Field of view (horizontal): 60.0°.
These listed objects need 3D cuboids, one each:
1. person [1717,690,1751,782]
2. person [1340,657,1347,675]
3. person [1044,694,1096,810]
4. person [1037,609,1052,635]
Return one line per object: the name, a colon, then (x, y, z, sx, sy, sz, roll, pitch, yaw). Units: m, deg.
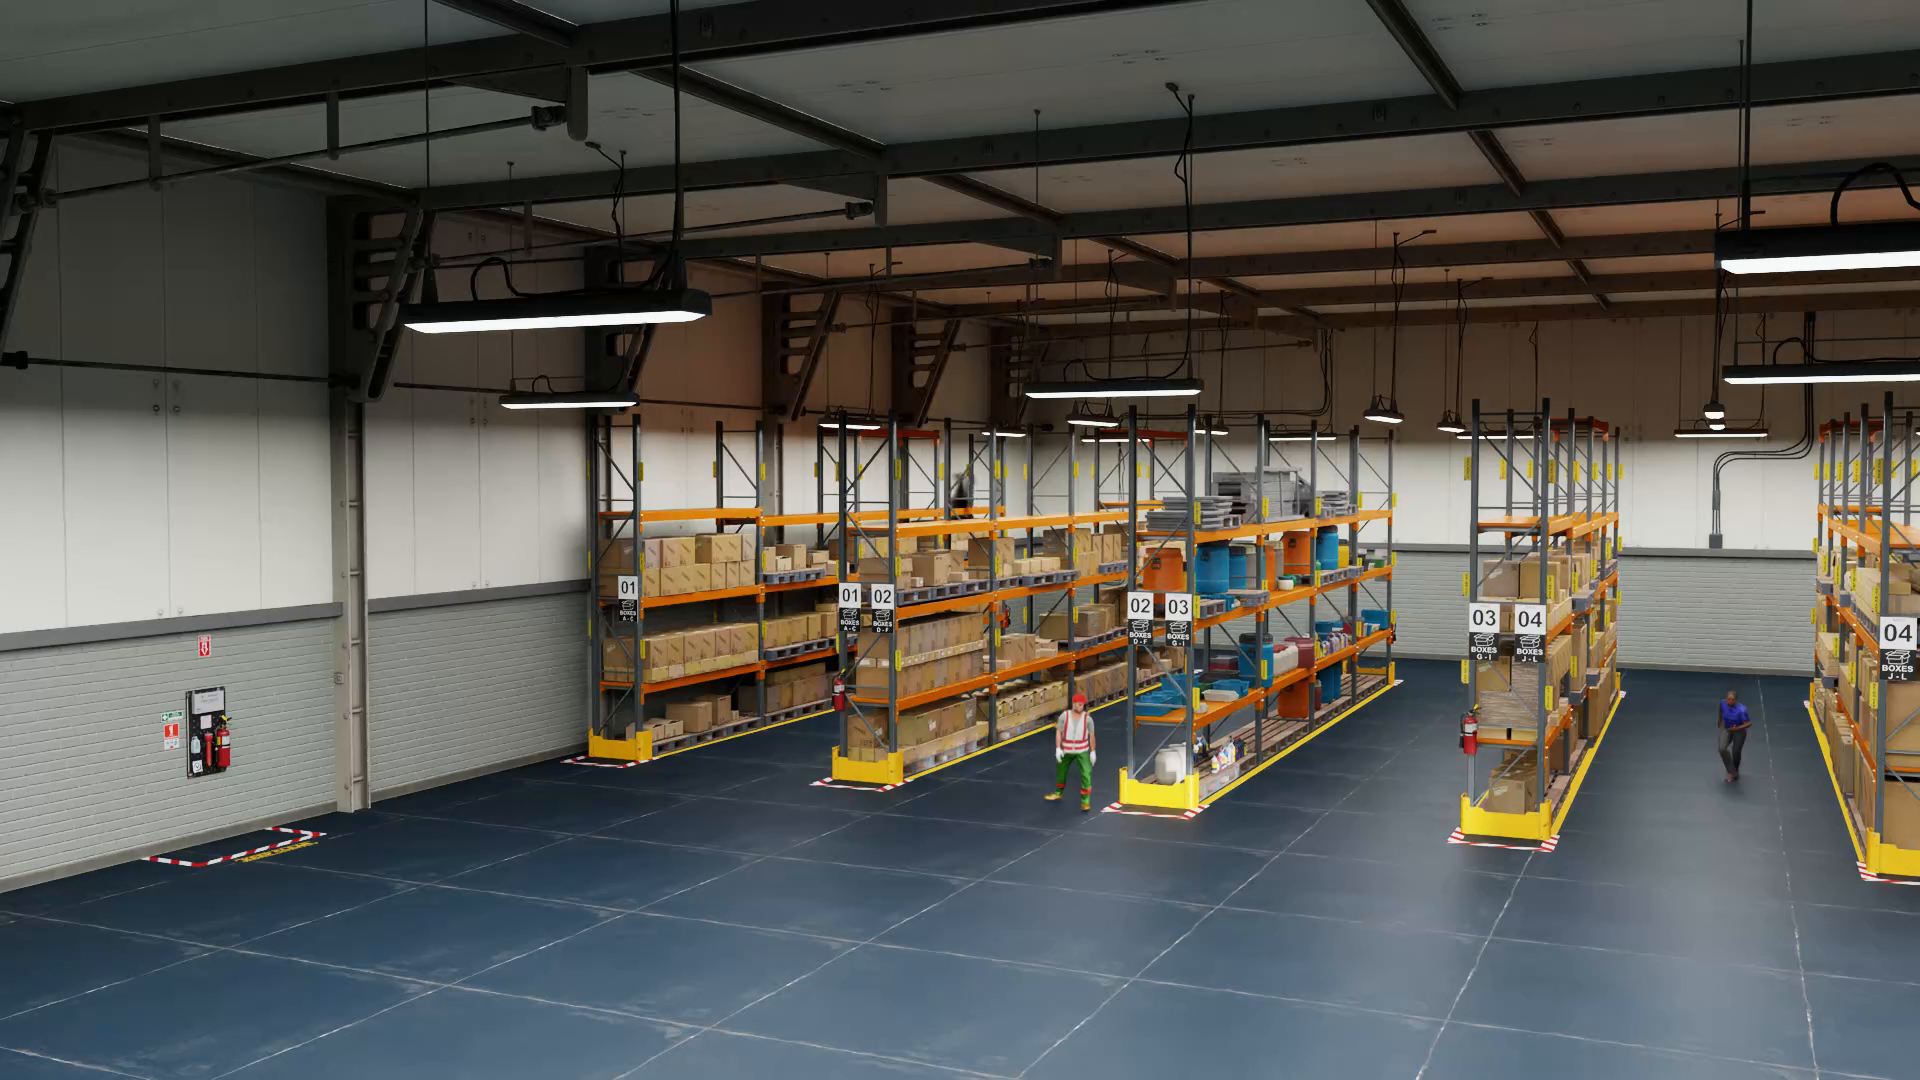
person: (12.554, 3.136, 26.952, 0.581, 1.485, 1.062, 2, 3, 37)
person: (9.574, 2.488, 40.787, 0.517, 1.672, 0.641, 2, 3, 42)
person: (1.633, 3.123, 24.822, 0.811, 1.709, 0.714, 0, 2, 11)
person: (2.147, 2.523, 40.032, 0.544, 1.714, 0.816, 1, 3, 32)
